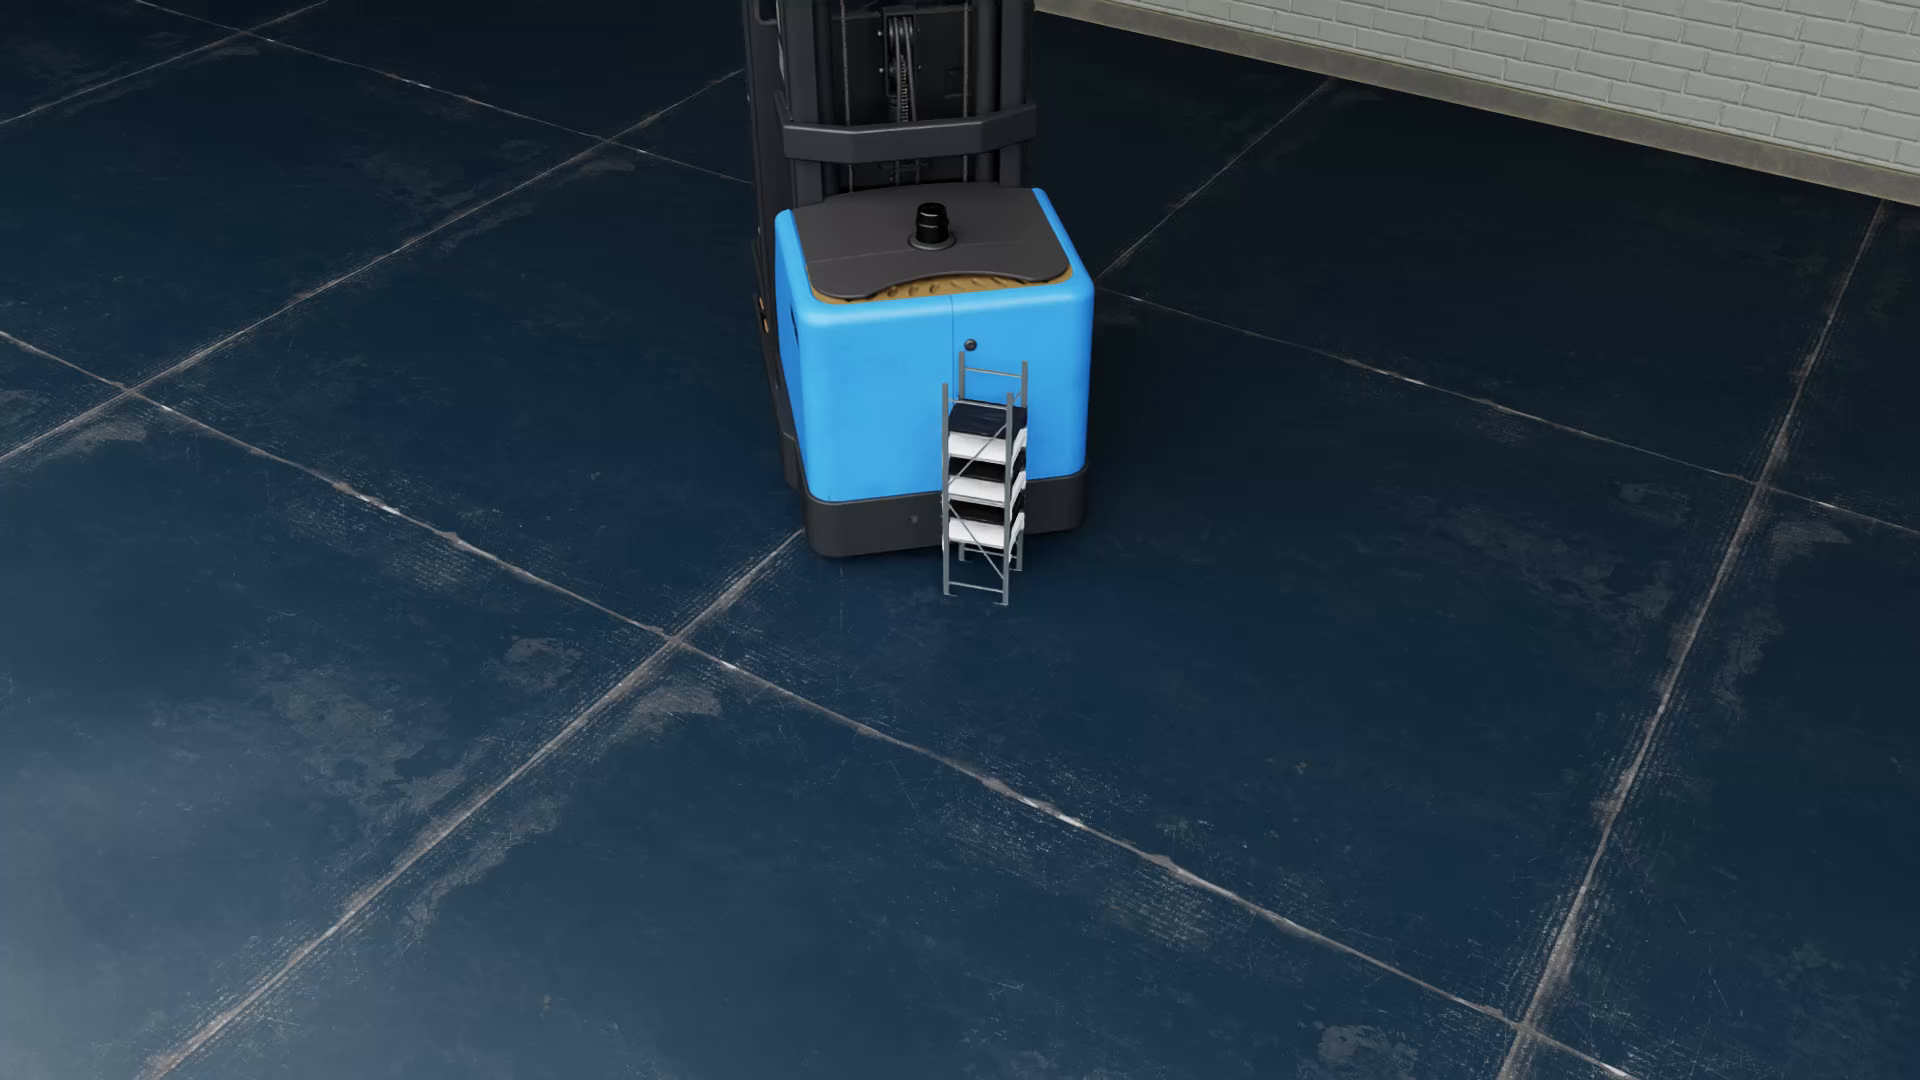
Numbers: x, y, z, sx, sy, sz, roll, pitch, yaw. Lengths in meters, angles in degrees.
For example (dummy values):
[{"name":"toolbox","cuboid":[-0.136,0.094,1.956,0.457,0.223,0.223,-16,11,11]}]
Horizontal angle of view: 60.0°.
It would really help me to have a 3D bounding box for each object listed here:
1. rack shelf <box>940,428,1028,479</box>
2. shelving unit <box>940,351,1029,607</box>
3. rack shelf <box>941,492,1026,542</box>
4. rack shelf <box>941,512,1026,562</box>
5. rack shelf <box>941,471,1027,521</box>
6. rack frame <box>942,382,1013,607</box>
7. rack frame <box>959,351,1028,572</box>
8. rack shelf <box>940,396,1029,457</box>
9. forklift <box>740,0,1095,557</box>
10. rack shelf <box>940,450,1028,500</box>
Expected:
[{"name":"rack shelf","cuboid":[0.084,-0.316,5.682,0.258,0.077,0.200,10,39,12]},{"name":"shelving unit","cuboid":[0.084,-0.199,5.771,0.258,0.900,0.210,10,39,12]},{"name":"rack shelf","cuboid":[0.084,-0.102,5.847,0.258,0.077,0.200,10,39,12]},{"name":"rack shelf","cuboid":[0.084,-0.031,5.902,0.258,0.077,0.200,10,39,12]},{"name":"rack shelf","cuboid":[0.084,-0.173,5.792,0.258,0.077,0.200,10,39,12]},{"name":"rack frame","cuboid":[0.057,-0.140,5.694,0.240,0.900,0.006,10,39,12]},{"name":"rack frame","cuboid":[0.111,-0.259,5.849,0.240,0.900,0.006,10,39,12]},{"name":"rack shelf","cuboid":[0.084,-0.387,5.627,0.258,0.077,0.200,10,39,12]},{"name":"forklift","cuboid":[-0.312,-1.998,6.441,1.130,2.935,3.031,-7,38,-9]},{"name":"rack shelf","cuboid":[0.084,-0.244,5.737,0.258,0.077,0.200,10,39,12]}]
